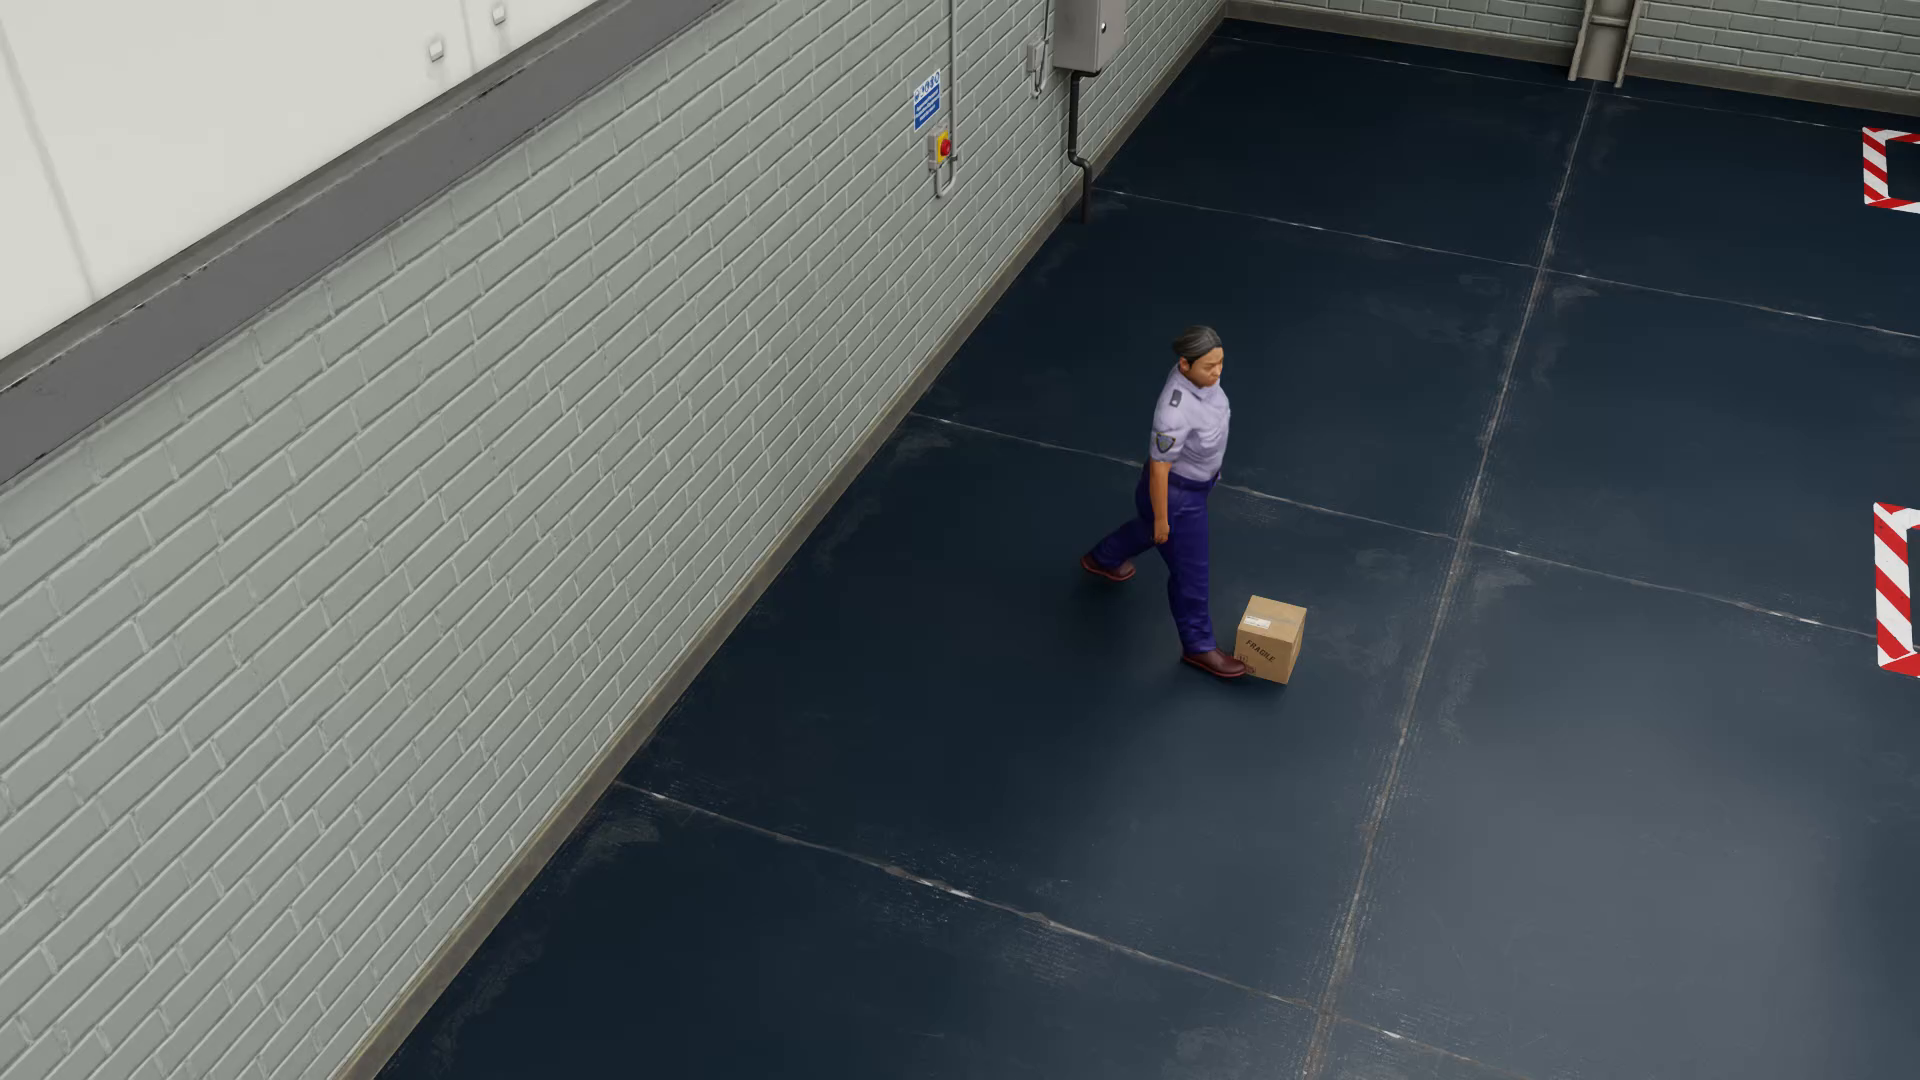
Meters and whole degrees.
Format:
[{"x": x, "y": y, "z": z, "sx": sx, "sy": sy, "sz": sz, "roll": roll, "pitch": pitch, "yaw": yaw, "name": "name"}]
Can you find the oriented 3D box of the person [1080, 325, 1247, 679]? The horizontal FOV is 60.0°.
[{"x": 0.931, "y": -0.249, "z": 7.150, "sx": 0.844, "sy": 1.614, "sz": 0.604, "roll": 11, "pitch": 39, "yaw": 13, "name": "person"}]
